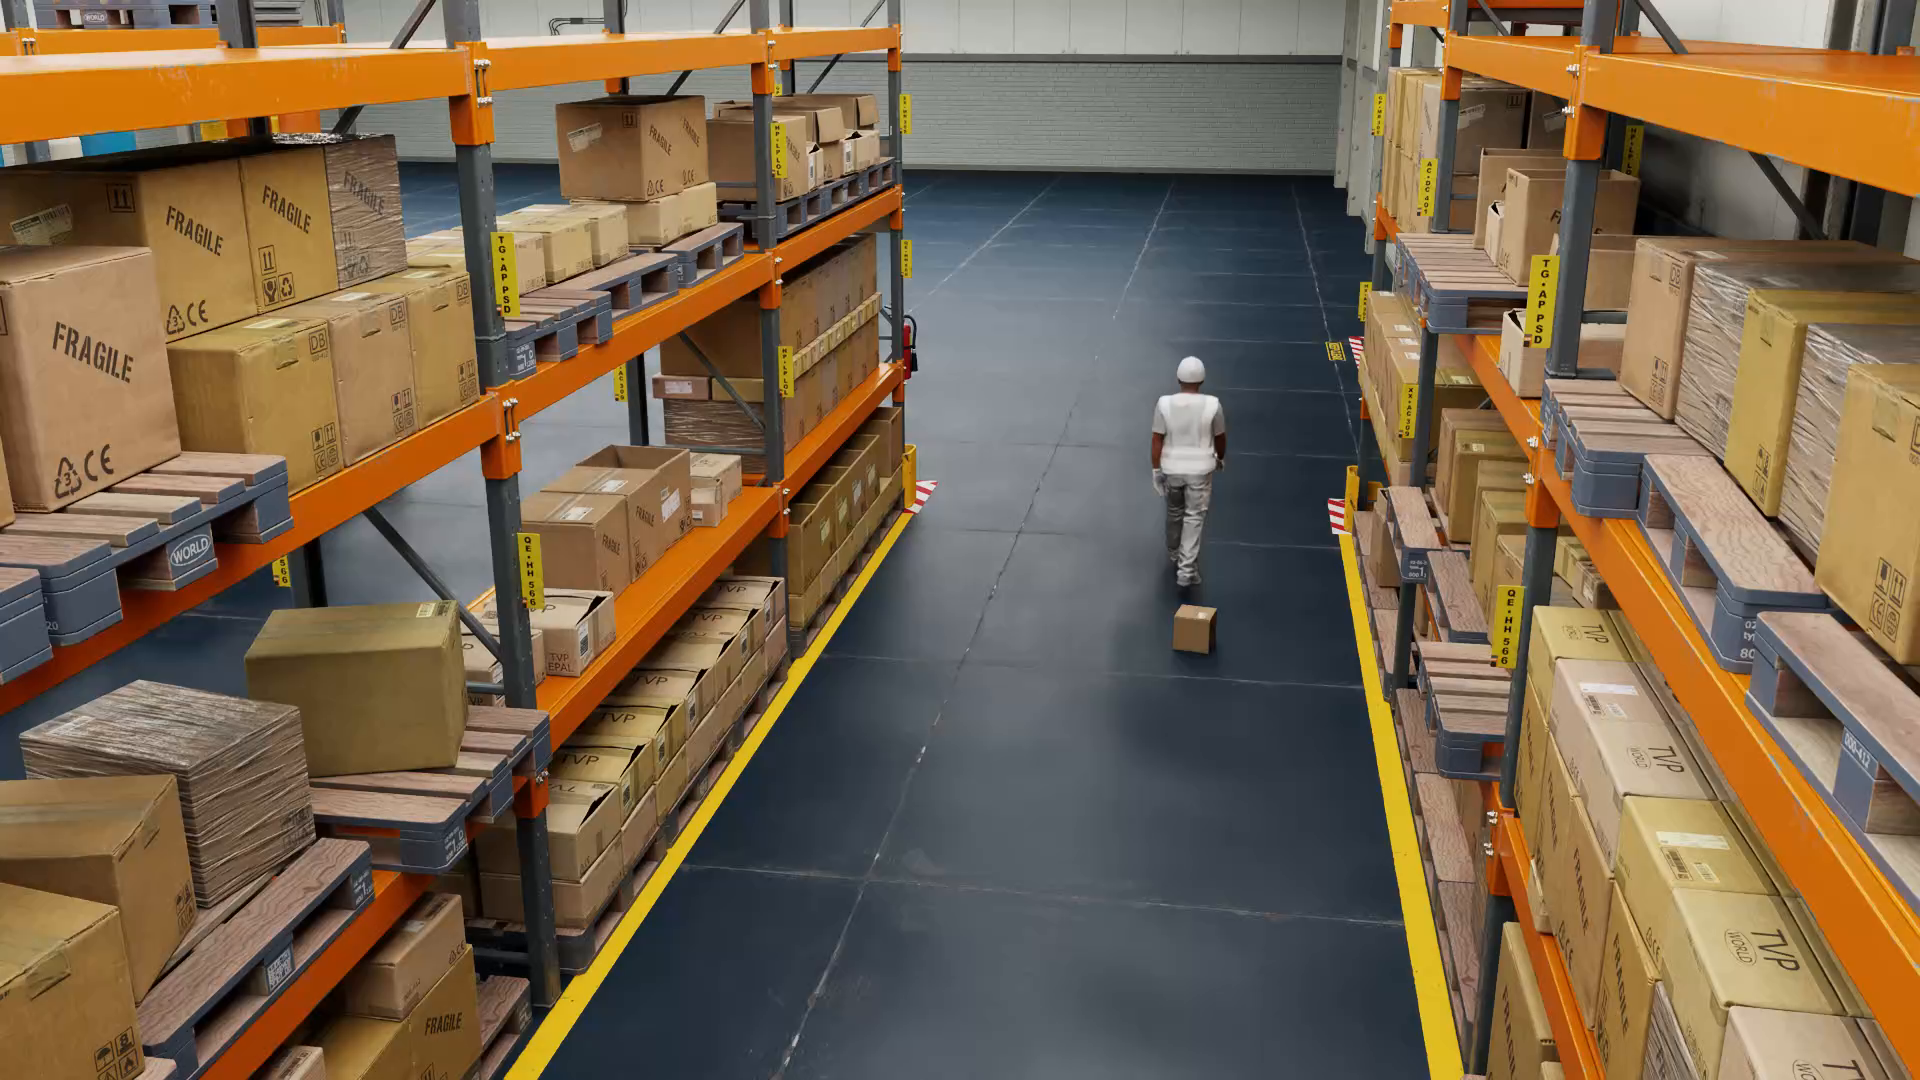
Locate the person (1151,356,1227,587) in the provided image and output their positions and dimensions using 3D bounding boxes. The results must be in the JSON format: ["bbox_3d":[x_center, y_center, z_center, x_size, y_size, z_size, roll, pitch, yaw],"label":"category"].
[{"bbox_3d":[1.764,-0.565,12.771,0.538,1.734,1.066,6,19,18],"label":"person"}]
